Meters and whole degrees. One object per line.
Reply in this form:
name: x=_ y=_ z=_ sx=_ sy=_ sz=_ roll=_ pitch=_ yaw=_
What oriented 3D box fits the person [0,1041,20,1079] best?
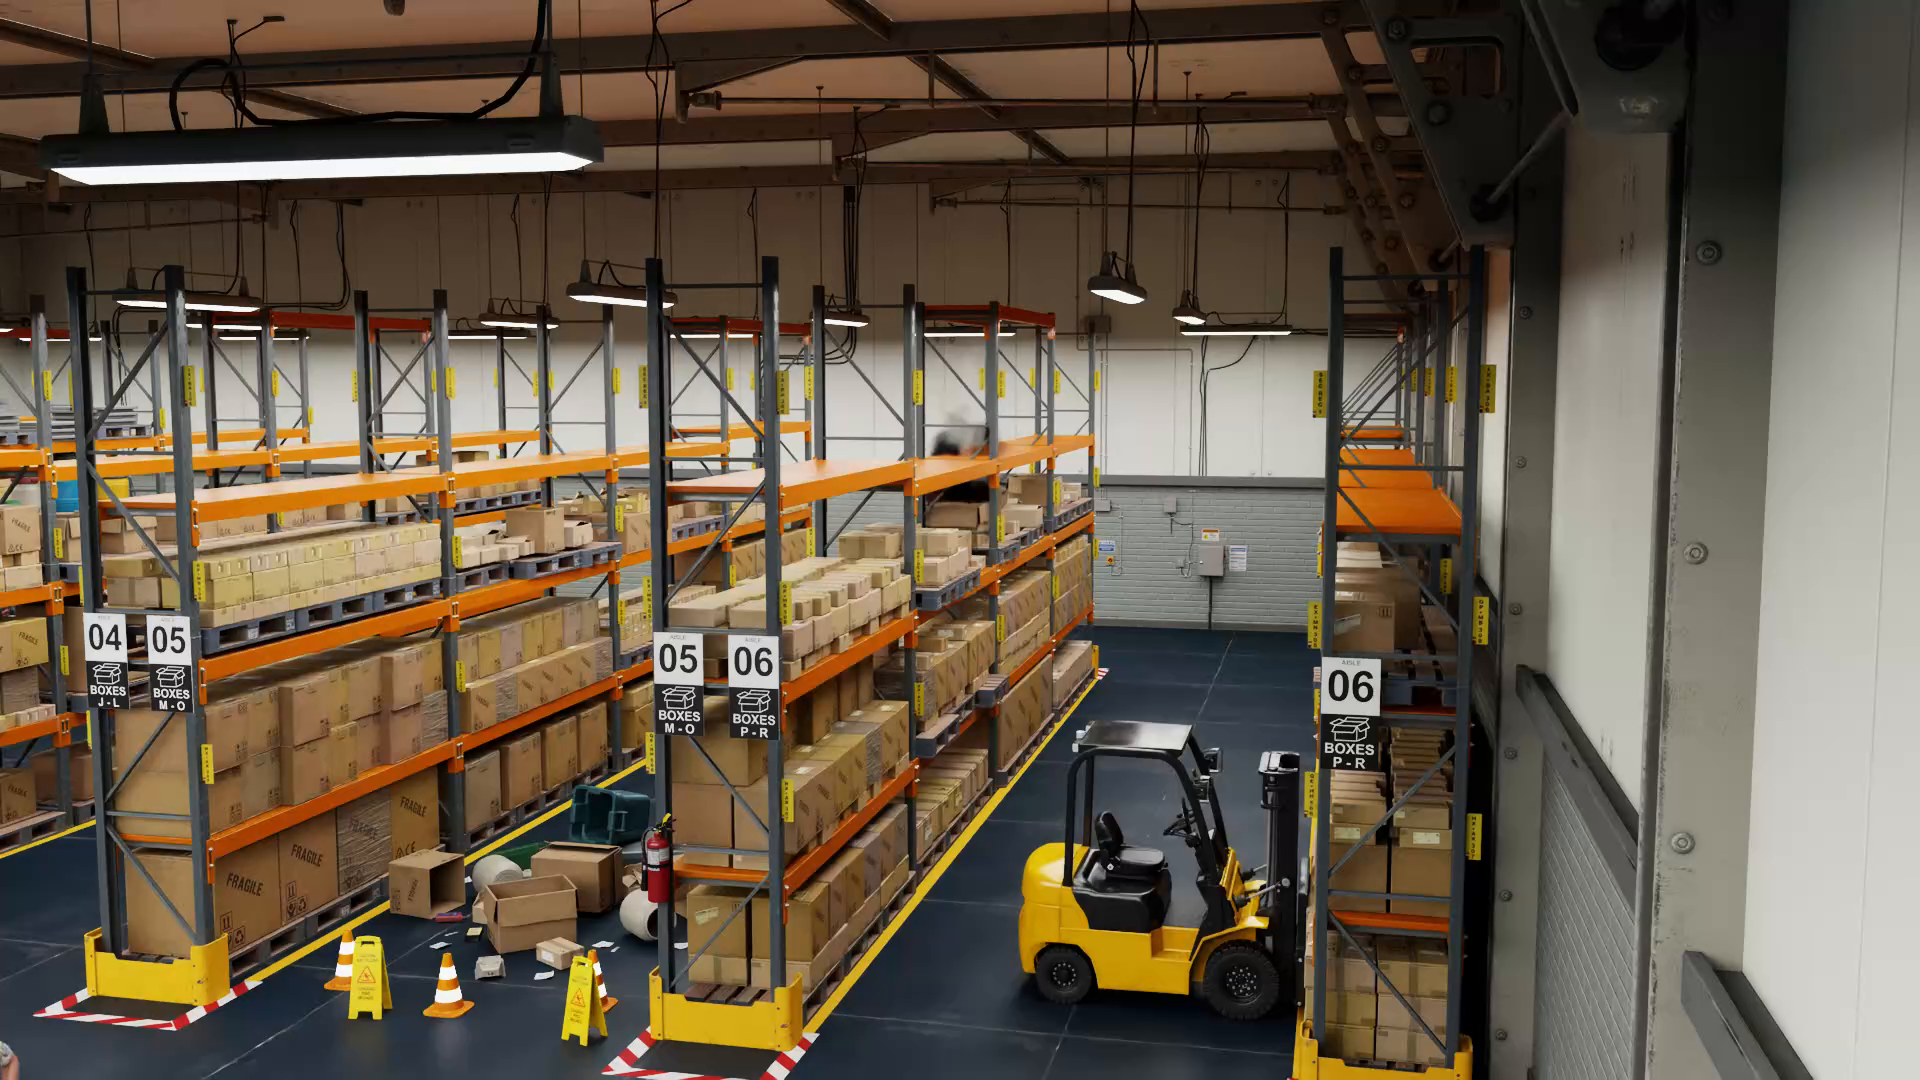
person: x=-5.601 y=3.368 z=9.255 sx=0.677 sy=1.756 sz=0.965 roll=-3 pitch=7 yaw=-30
